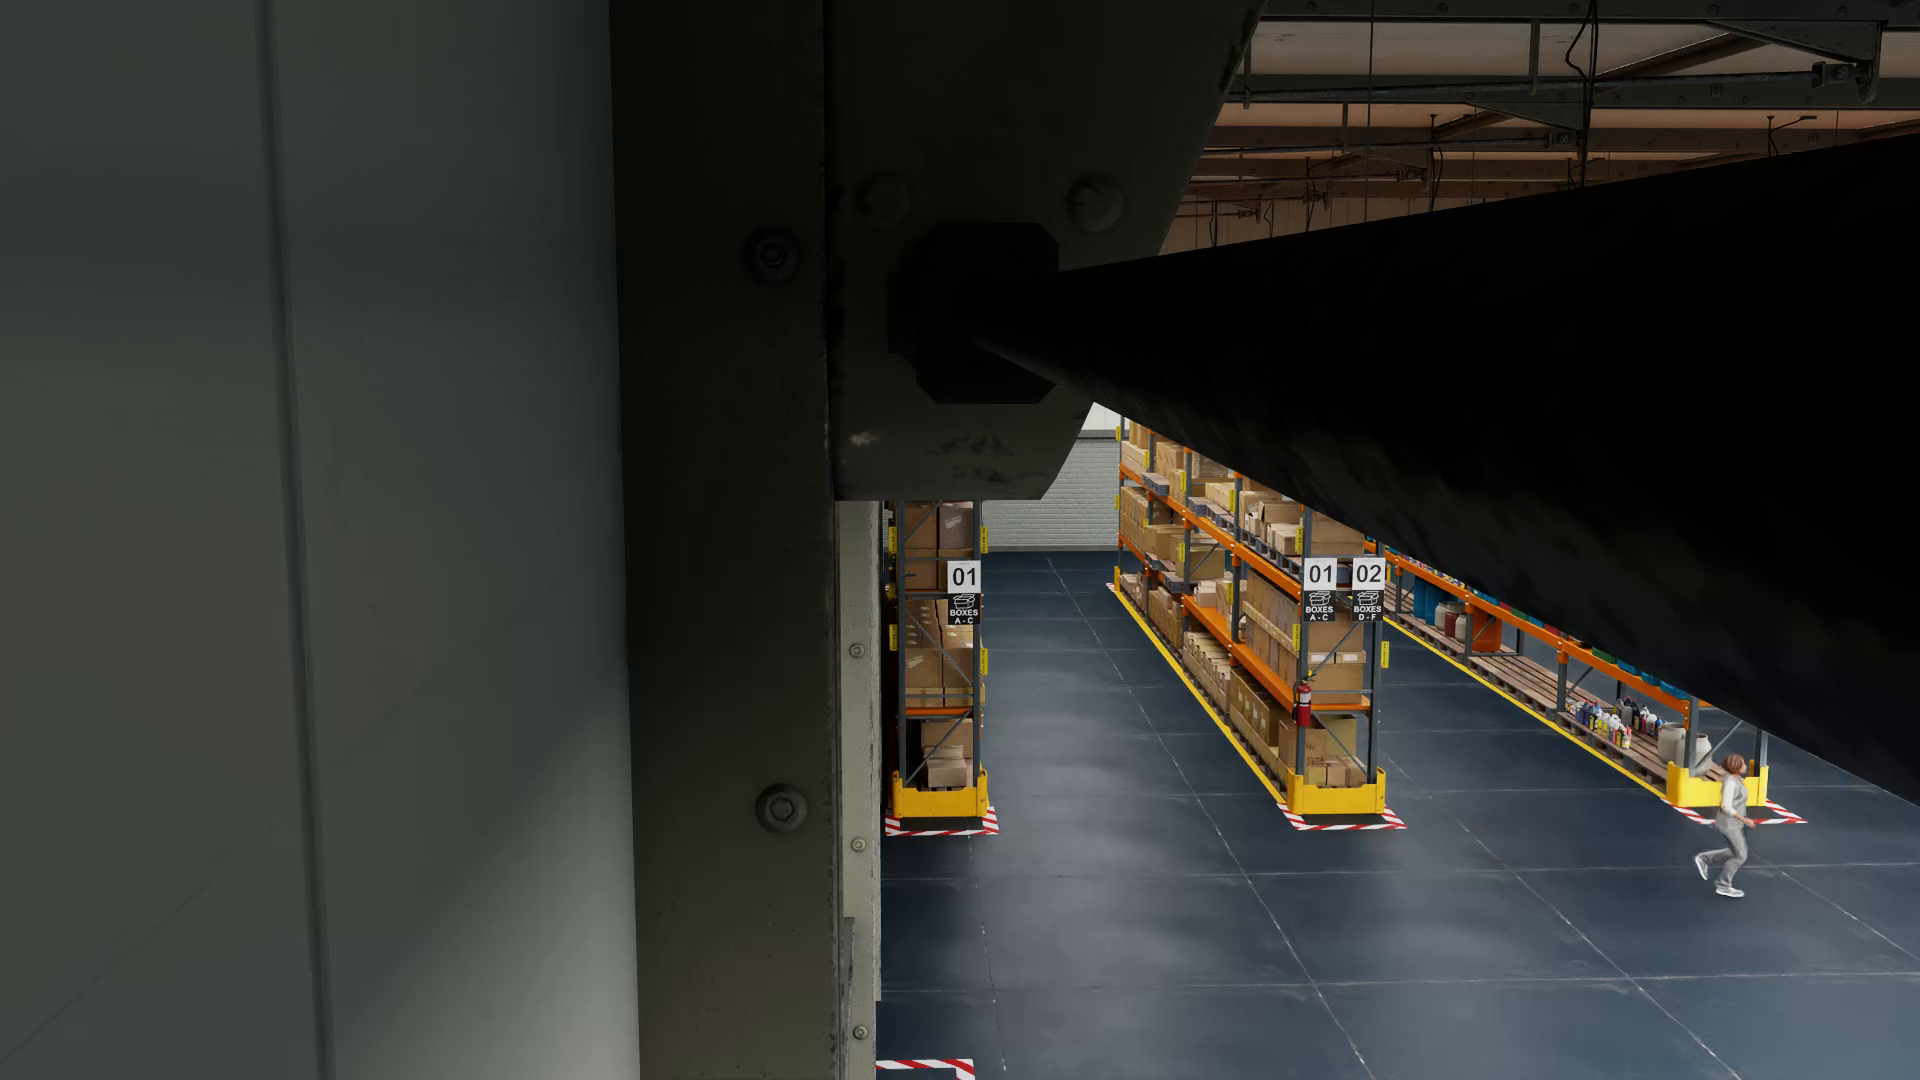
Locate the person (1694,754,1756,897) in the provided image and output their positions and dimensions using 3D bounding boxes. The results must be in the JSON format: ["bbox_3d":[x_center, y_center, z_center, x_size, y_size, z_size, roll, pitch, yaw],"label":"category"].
[{"bbox_3d":[8.172,3.029,17.730,0.568,1.544,0.589,4,9,26],"label":"person"}]
